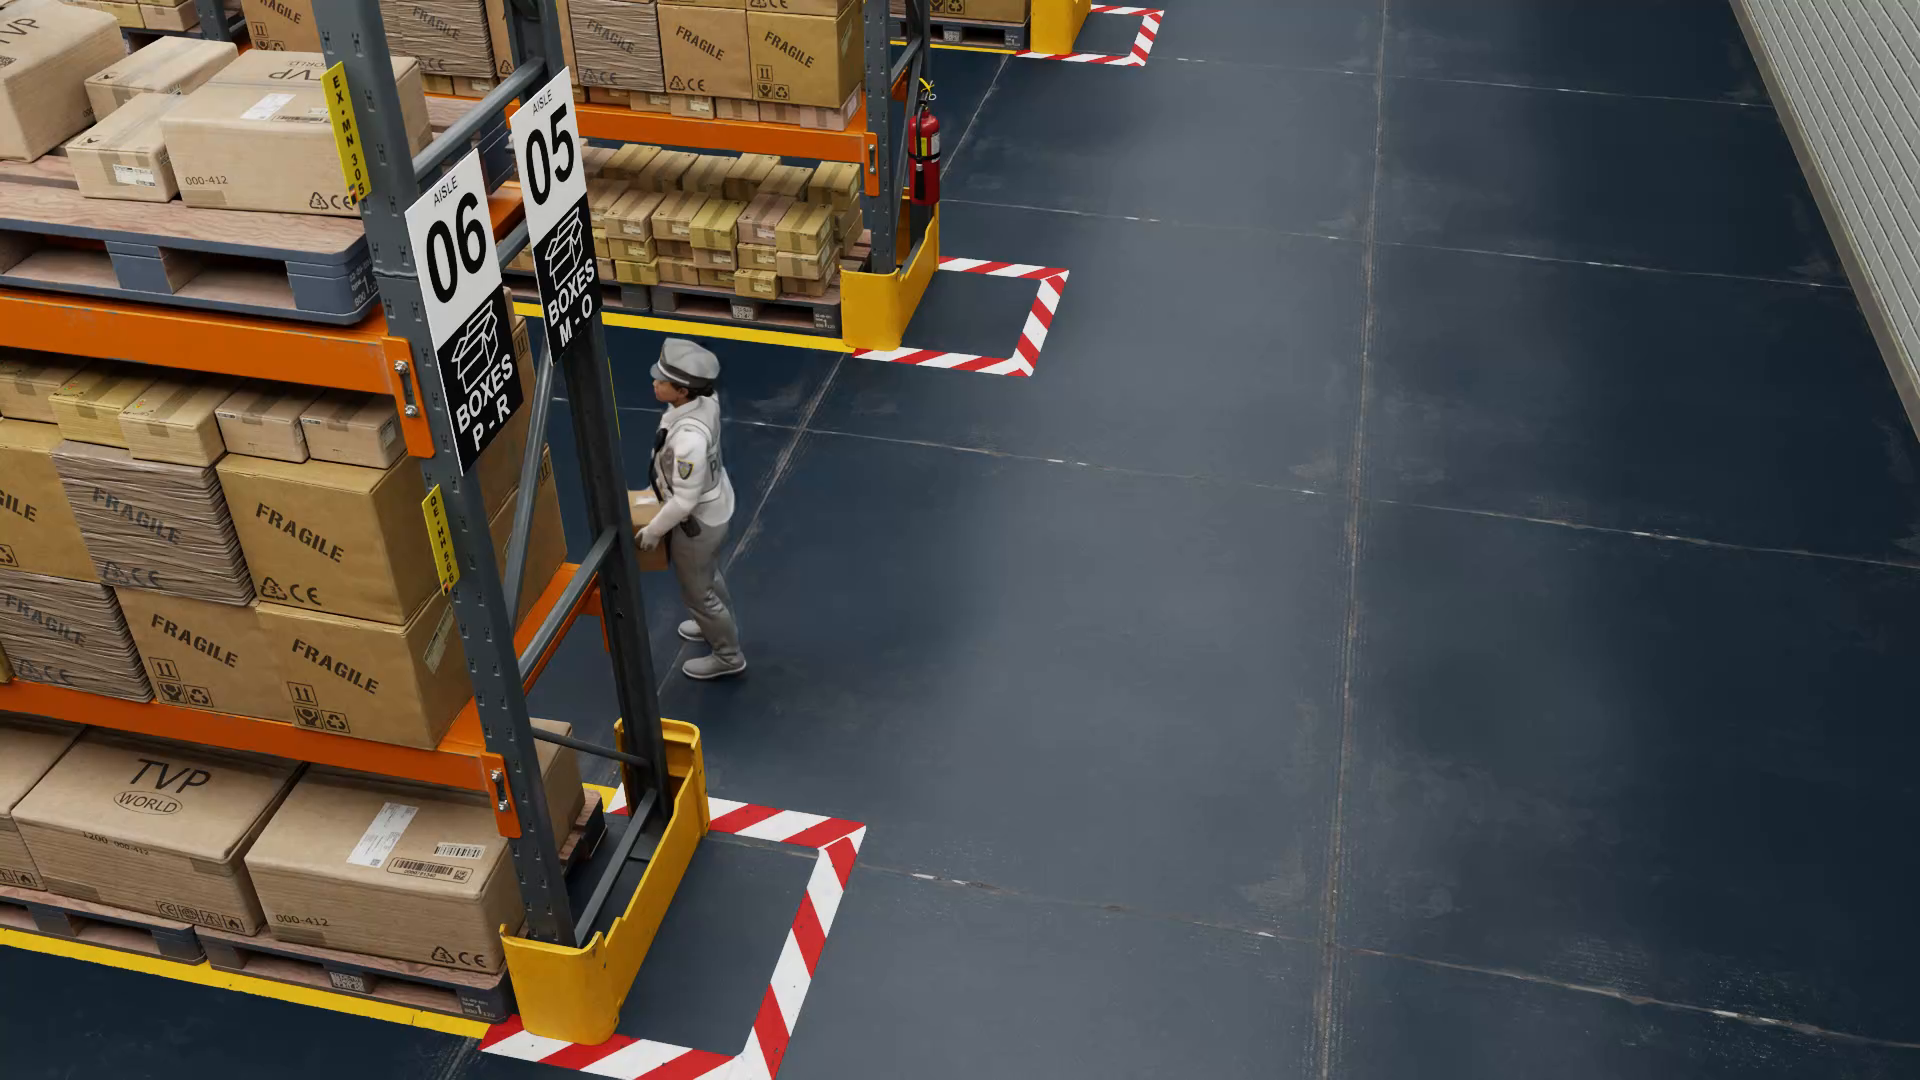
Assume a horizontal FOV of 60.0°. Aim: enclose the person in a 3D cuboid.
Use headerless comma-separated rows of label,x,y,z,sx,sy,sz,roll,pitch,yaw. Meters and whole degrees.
person,-1.161,-0.107,7.091,0.408,1.690,0.563,-1,37,-1
